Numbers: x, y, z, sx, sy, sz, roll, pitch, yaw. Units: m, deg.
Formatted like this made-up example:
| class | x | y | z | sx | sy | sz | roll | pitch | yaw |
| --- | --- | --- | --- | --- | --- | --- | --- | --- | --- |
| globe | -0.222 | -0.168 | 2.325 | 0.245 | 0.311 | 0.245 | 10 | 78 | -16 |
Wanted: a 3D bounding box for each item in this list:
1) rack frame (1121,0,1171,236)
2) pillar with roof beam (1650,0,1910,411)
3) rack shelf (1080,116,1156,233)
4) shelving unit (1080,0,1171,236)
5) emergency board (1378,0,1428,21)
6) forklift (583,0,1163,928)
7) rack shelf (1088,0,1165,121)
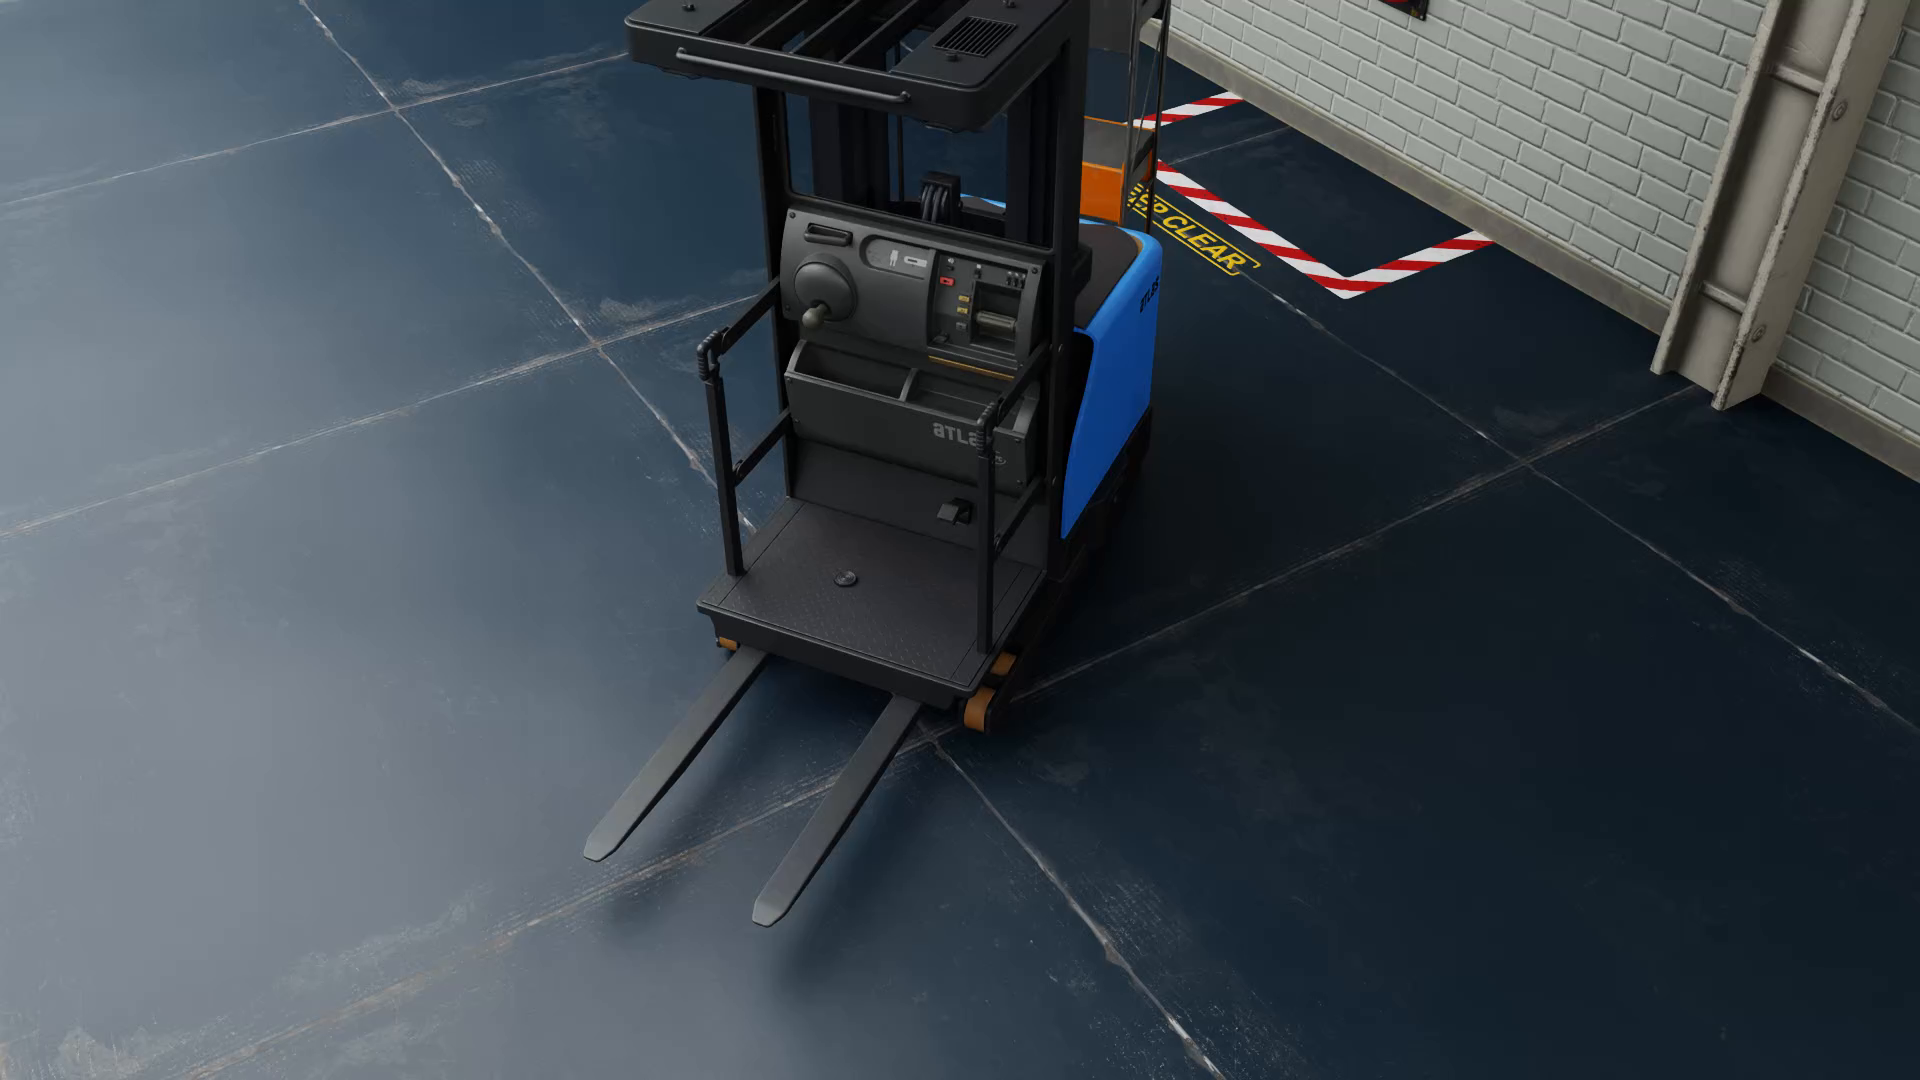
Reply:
| class | x | y | z | sx | sy | sz | roll | pitch | yaw |
| --- | --- | --- | --- | --- | --- | --- | --- | --- | --- |
| rack frame | 0.730 | -1.394 | 6.783 | 0.015 | 2.100 | 0.400 | 16 | 42 | 18 |
| pillar with roof beam | -0.202 | -2.712 | 2.975 | 9.100 | 9.000 | 0.400 | -22 | 45 | -24 |
| rack shelf | 0.508 | -1.448 | 6.869 | 0.480 | 0.518 | 0.431 | 16 | 42 | 18 |
| shelving unit | 0.508 | -1.458 | 6.860 | 0.503 | 2.100 | 0.431 | 16 | 42 | 18 |
| emergency board | 2.131 | -3.236 | 8.290 | 0.194 | 1.169 | 0.643 | -22 | 45 | -24 |
| forklift | -0.258 | -0.760 | 5.372 | 1.130 | 2.935 | 3.031 | 16 | 42 | 18 |
| rack shelf | 0.508 | -1.986 | 6.421 | 0.480 | 0.518 | 0.431 | 16 | 42 | 18 |
